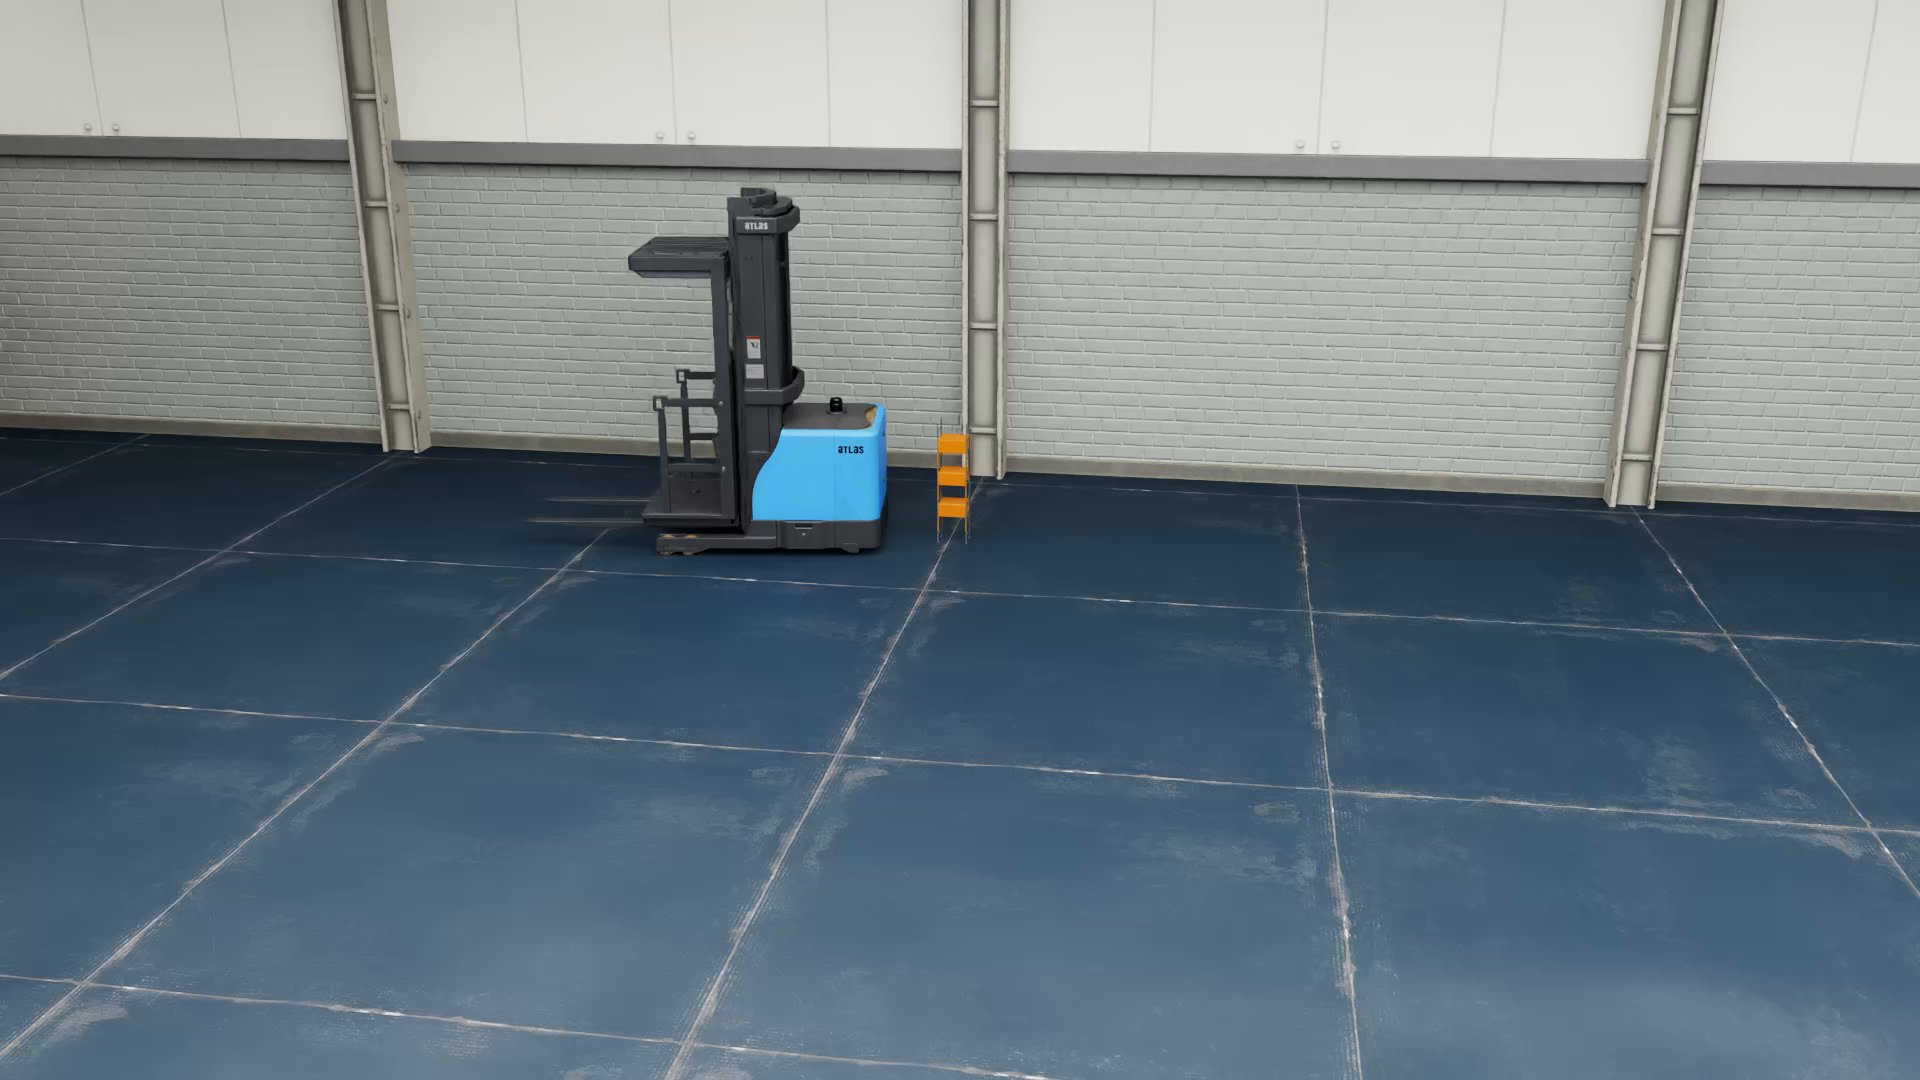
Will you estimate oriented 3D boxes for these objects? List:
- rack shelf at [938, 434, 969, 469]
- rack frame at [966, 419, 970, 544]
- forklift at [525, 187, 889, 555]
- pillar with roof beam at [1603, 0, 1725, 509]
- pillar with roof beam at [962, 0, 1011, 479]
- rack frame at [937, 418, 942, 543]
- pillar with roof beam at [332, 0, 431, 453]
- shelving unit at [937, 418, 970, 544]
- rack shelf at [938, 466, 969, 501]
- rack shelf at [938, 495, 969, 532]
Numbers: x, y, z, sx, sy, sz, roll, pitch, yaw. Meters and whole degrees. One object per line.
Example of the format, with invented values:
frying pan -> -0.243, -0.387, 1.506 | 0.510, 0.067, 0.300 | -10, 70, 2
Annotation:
rack shelf -> -0.053, -0.760, 14.058 | 0.240, 0.259, 0.215 | 3, 19, 9
rack frame -> 0.068, -0.494, 14.126 | 0.008, 1.050, 0.200 | 3, 19, 9
forklift -> -2.160, -1.431, 13.960 | 3.031, 2.935, 1.130 | 0, 19, 1
pillar with roof beam -> 5.477, -3.262, 9.870 | 0.400, 9.000, 9.100 | 3, 19, 9
pillar with roof beam -> -0.447, -3.564, 10.772 | 0.400, 9.000, 9.100 | 3, 19, 9
rack frame -> -0.173, -0.507, 14.163 | 0.008, 1.050, 0.200 | 3, 19, 9
pillar with roof beam -> -6.371, -3.866, 11.675 | 0.400, 9.000, 9.100 | 3, 19, 9
shelving unit -> -0.053, -0.501, 14.145 | 0.252, 1.050, 0.215 | 3, 19, 9
rack shelf -> -0.053, -0.491, 14.148 | 0.240, 0.259, 0.215 | 3, 19, 9
rack shelf -> -0.053, -0.227, 14.236 | 0.240, 0.259, 0.215 | 3, 19, 9
